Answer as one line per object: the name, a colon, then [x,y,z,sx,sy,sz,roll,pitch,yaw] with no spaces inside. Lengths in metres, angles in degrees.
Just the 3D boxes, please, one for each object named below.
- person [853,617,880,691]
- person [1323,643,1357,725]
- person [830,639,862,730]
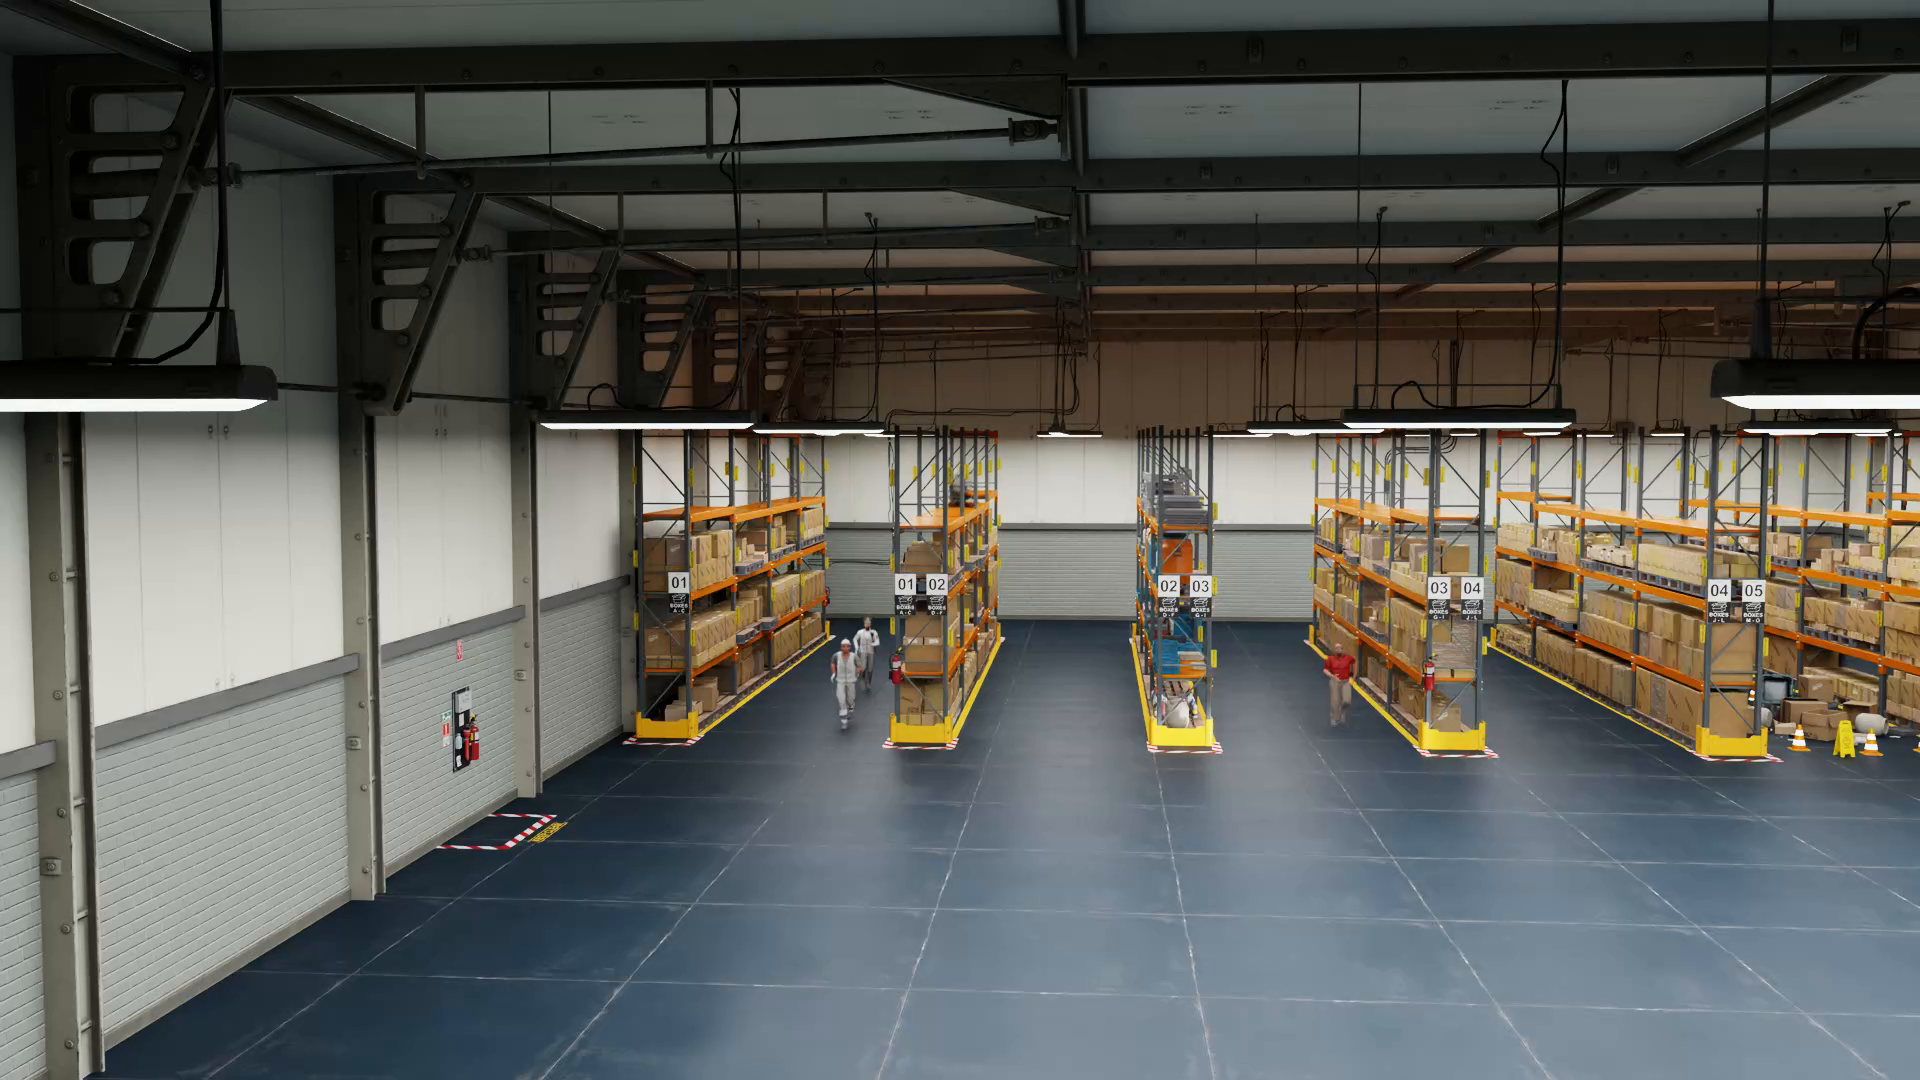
person: [-2.118,2.598,37.856,0.582,1.690,0.666,0,3,-8]
person: [7.580,2.882,33.111,0.687,1.681,0.769,0,3,6]
person: [-2.274,2.841,33.190,0.631,1.774,0.962,0,3,-2]
